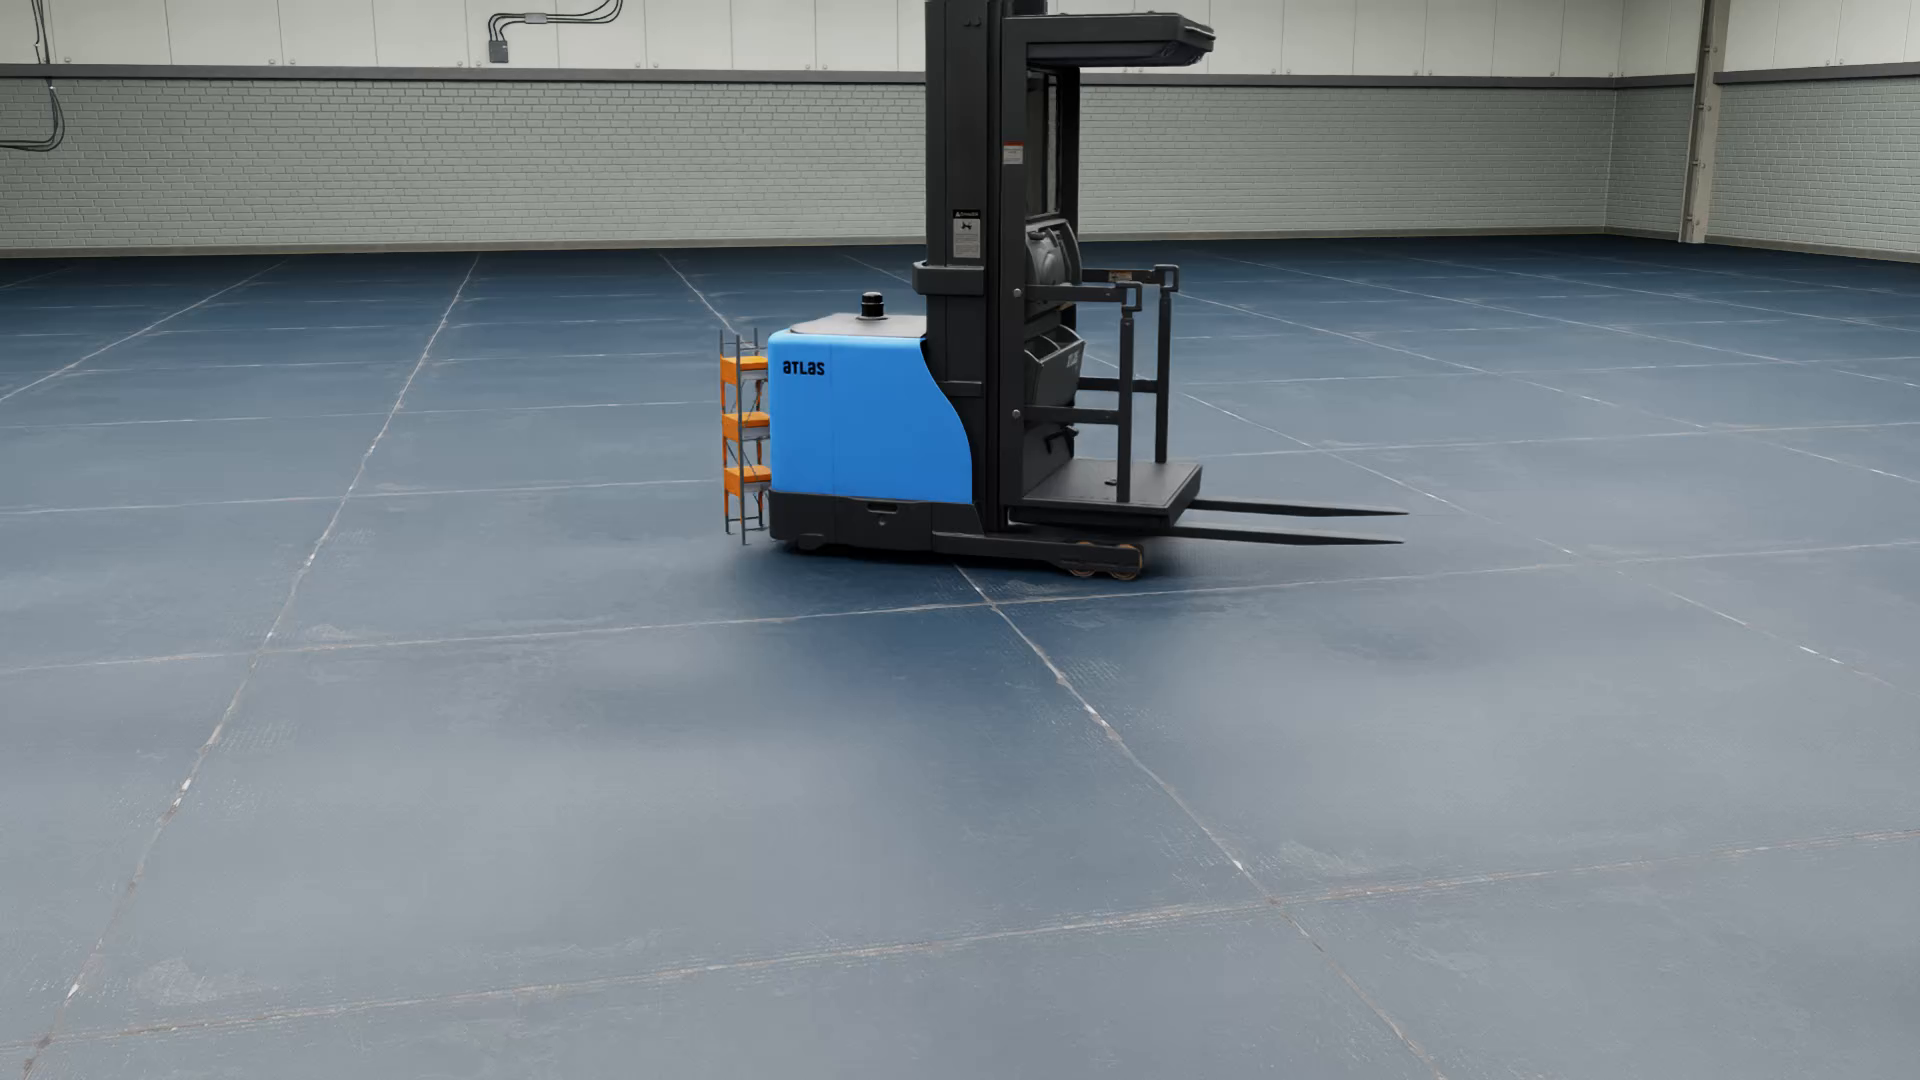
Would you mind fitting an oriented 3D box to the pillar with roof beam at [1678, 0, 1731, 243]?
[{"bbox_3d":[9.671,-9.765,29.436,9.100,9.000,0.400,-3,14,-13],"label":"pillar with roof beam"}]

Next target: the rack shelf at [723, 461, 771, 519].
[{"bbox_3d":[-1.057,-0.241,8.417,0.215,0.259,0.240,-7,15,-26],"label":"rack shelf"}]

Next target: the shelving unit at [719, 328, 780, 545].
[{"bbox_3d":[-1.056,-0.522,8.349,0.215,1.050,0.252,-7,15,-26],"label":"shelving unit"}]

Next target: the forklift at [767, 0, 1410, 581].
[{"bbox_3d":[0.635,-1.377,7.889,3.031,2.935,1.130,4,14,16],"label":"forklift"}]

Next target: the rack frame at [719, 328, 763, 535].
[{"bbox_3d":[-1.112,-0.547,8.454,0.200,1.050,0.008,-7,15,-26],"label":"rack frame"}]

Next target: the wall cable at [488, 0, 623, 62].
[{"bbox_3d":[-6.939,-11.180,28.062,2.305,6.003,0.169,-3,14,-13],"label":"wall cable"}]

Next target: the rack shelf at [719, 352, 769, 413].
[{"bbox_3d":[-1.055,-0.787,8.284,0.215,0.259,0.240,-7,15,-26],"label":"rack shelf"}]

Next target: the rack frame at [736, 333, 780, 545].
[{"bbox_3d":[-1.000,-0.496,8.243,0.200,1.050,0.008,-7,15,-26],"label":"rack frame"}]

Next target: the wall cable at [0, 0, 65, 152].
[{"bbox_3d":[-16.170,-7.494,26.683,3.097,2.526,0.112,-3,14,-13],"label":"wall cable"}]

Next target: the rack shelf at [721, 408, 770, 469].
[{"bbox_3d":[-1.056,-0.511,8.351,0.215,0.259,0.240,-7,15,-26],"label":"rack shelf"}]
